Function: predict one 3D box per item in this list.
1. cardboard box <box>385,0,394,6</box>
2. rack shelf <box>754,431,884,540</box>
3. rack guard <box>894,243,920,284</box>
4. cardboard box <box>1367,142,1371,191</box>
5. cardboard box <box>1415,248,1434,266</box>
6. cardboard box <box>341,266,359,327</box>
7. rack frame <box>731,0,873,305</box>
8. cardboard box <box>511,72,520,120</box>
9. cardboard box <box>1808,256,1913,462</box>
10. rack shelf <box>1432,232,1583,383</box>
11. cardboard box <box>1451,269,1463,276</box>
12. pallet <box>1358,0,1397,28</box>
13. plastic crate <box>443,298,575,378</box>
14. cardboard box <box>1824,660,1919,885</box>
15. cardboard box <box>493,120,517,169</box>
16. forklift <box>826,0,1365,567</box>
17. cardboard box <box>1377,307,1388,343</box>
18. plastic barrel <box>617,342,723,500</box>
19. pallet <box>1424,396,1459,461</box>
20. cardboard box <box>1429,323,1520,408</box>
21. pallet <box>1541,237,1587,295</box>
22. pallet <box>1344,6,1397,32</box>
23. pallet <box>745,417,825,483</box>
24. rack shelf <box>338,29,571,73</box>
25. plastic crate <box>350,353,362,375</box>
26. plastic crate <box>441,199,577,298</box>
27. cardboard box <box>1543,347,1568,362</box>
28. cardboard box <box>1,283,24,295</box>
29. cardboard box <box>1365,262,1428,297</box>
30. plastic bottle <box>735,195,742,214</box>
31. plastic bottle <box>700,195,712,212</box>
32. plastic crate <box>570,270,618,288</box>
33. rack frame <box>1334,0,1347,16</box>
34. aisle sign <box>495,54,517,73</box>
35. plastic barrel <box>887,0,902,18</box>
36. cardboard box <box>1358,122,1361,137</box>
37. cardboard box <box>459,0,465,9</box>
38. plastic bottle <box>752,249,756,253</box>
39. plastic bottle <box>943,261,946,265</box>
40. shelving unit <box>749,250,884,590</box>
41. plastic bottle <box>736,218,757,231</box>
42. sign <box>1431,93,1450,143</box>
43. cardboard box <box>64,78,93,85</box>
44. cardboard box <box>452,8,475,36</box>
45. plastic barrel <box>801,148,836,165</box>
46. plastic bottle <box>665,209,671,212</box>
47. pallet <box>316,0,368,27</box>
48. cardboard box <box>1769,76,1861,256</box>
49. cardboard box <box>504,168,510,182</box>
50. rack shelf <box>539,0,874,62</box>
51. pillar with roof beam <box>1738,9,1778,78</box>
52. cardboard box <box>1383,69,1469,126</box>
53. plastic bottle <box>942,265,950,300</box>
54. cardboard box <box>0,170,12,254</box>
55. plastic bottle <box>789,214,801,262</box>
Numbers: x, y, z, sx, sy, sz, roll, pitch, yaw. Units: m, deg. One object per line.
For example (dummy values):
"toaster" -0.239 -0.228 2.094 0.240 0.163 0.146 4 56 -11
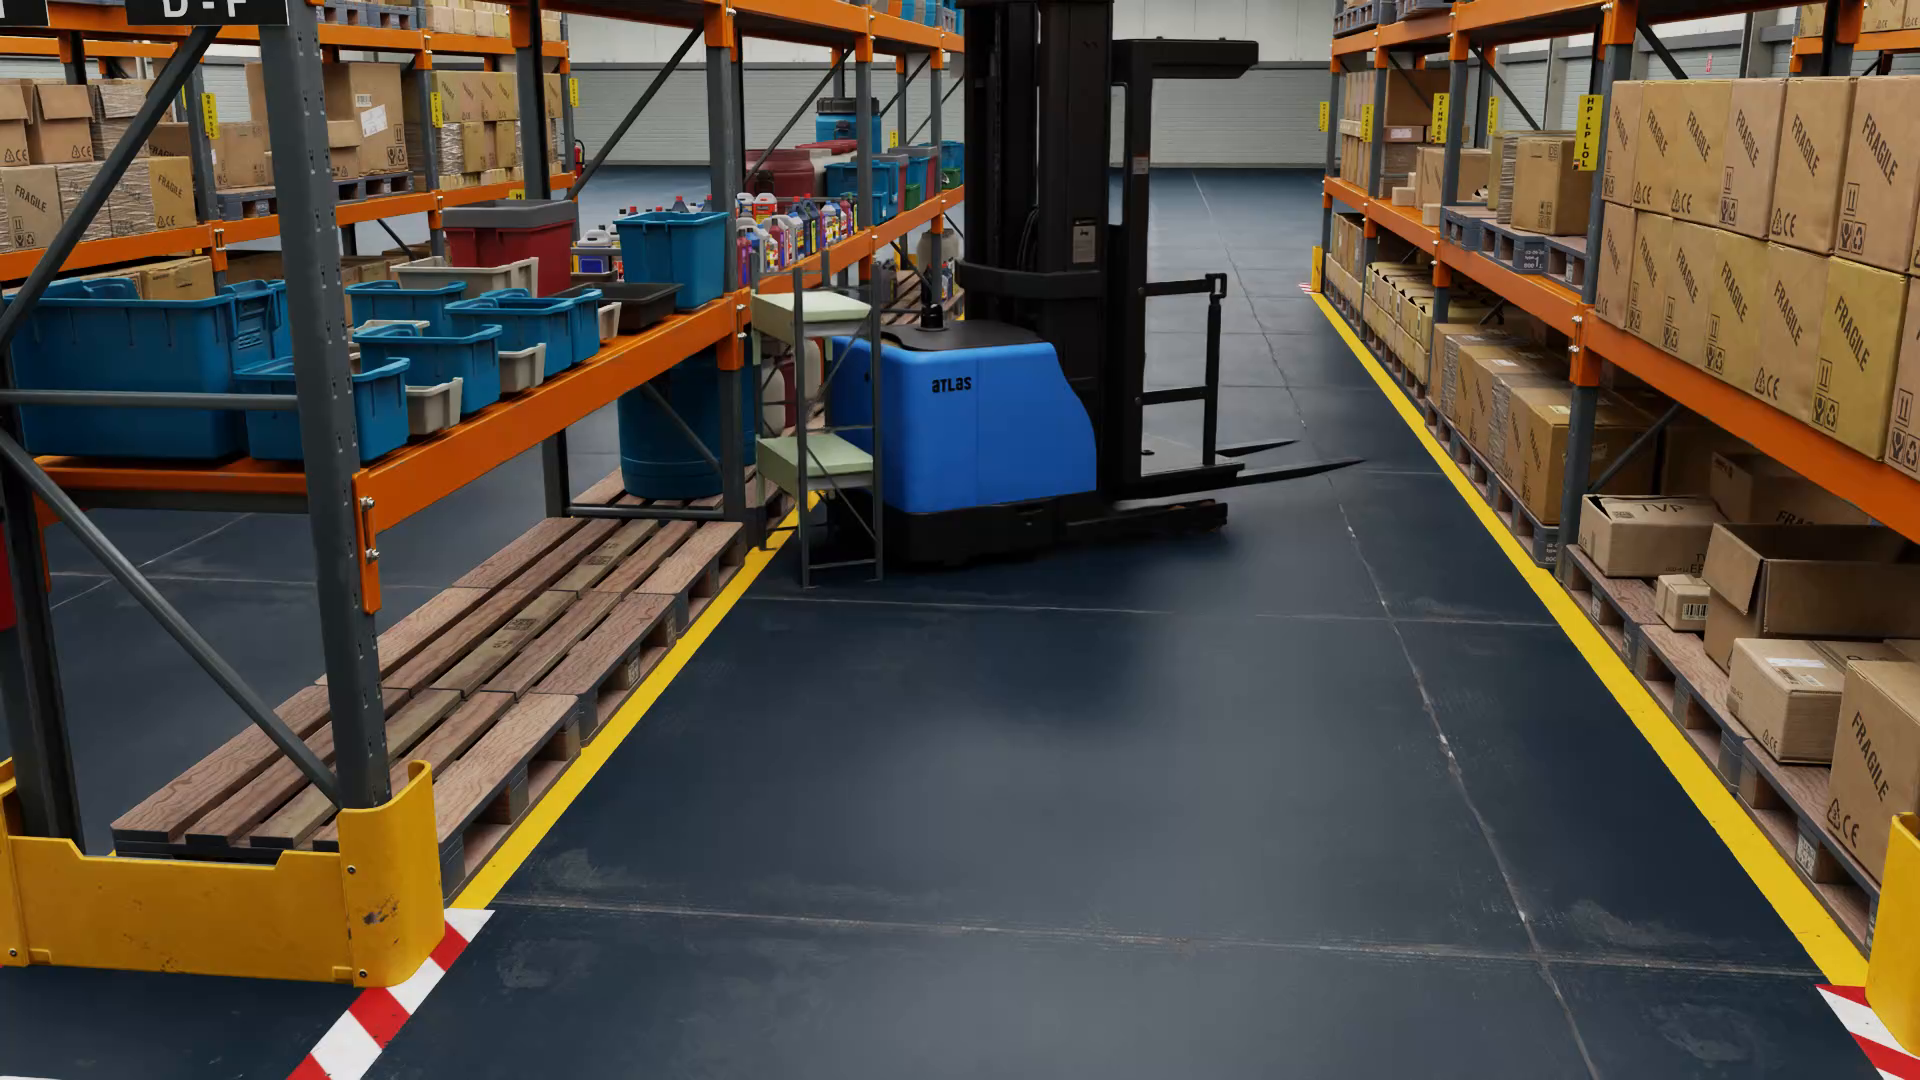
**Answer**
"cardboard box" -5.727 -5.331 16.406 0.380 0.149 0.250 2 15 7
"rack shelf" -0.695 -0.284 8.088 0.431 0.370 0.720 -6 16 -22
"rack guard" -0.186 -3.267 19.786 1.175 0.500 0.348 2 15 6
"cardboard box" 4.342 -3.611 16.078 0.700 0.500 0.500 2 15 6
"cardboard box" 4.609 -2.659 15.775 0.500 0.500 0.500 2 15 6
"cardboard box" -5.823 -2.182 14.931 0.700 0.500 0.500 0 15 1
"rack frame" -1.127 -2.420 11.864 1.000 3.000 0.127 2 15 6
"cardboard box" -5.072 -4.906 18.381 0.500 0.500 0.500 2 15 6
"cardboard box" 2.726 -0.505 4.592 0.500 0.500 0.500 2 15 7
"rack shelf" 3.568 -1.407 9.497 1.077 0.370 4.000 2 15 6
"cardboard box" 4.432 -2.208 14.469 0.500 0.311 0.500 2 15 8
"pallet" 4.316 -4.938 15.599 1.003 0.211 1.213 2 15 6
"plastic crate" -1.527 -0.689 5.669 0.416 0.233 0.300 2 15 6
"cardboard box" 2.708 0.648 4.465 0.500 0.500 0.500 2 15 6
"cardboard box" -5.340 -4.300 18.055 0.875 0.500 0.500 2 15 6
"forklift" 0.834 -1.540 8.743 3.031 2.935 1.130 -8 17 -28
"cardboard box" 3.839 -1.821 14.115 0.500 0.250 0.500 1 15 5
"plastic barrel" -1.500 -0.713 8.767 0.600 0.901 0.708 2 15 6
"pallet" 3.672 -0.734 10.973 1.003 0.211 1.213 2 15 6
"cardboard box" 3.459 -1.169 11.185 0.500 0.500 0.500 2 15 9
"pallet" 3.541 -1.347 8.264 1.003 0.211 1.213 2 15 6
"pallet" 4.456 -5.253 16.766 1.003 0.211 1.213 2 15 6
"pallet" -1.315 -0.552 10.301 1.003 0.211 1.213 2 15 6
"rack shelf" -5.372 -5.223 17.861 1.077 0.370 4.000 2 15 6
"plastic crate" -2.071 -0.538 5.296 0.396 0.136 0.243 2 15 6
"plastic crate" -1.929 -1.218 7.183 0.402 0.464 0.583 2 15 6
"cardboard box" 3.863 -0.895 10.171 0.500 0.500 0.500 1 15 4
"cardboard box" -6.348 -1.104 10.263 1.225 0.875 0.875 1 15 4
"cardboard box" 3.951 -2.357 15.020 0.500 0.311 0.500 2 15 6
"plastic bottle" -1.538 -2.226 11.393 0.097 0.271 0.097 0 15 0
"plastic bottle" -1.509 -1.923 10.121 0.144 0.351 0.185 2 15 6
"plastic crate" -1.773 -1.168 7.624 0.396 0.136 0.243 2 15 6
"rack frame" 4.697 -7.244 18.212 1.000 3.000 0.127 2 15 6
"aisle sign" -5.437 -5.920 19.830 0.394 0.787 0.004 2 15 6
"plastic barrel" -0.745 -4.451 12.808 0.600 0.830 0.708 2 15 6
"cardboard box" 4.235 -4.147 16.817 0.380 0.149 0.250 2 15 8
"cardboard box" -5.255 -5.452 16.856 0.380 0.149 0.250 2 15 8
"plastic bottle" -1.103 -1.434 8.600 0.097 0.201 0.097 0 15 0
"plastic bottle" -0.158 -2.845 17.798 0.061 0.283 0.133 2 15 6
"shelving unit" -0.695 -0.599 8.003 0.431 1.500 0.755 -6 16 -22
"plastic bottle" -1.195 -1.676 9.351 0.152 0.276 0.135 2 15 6
"sign" 3.242 -2.847 11.227 0.100 0.325 0.005 2 15 6
"cardboard box" -10.242 -4.884 18.620 0.875 0.550 0.500 2 15 6
"cardboard box" -5.237 -5.225 16.780 0.500 0.250 0.500 2 15 6
"plastic barrel" -1.176 -2.856 13.264 0.421 0.512 0.421 0 15 0
"plastic bottle" -1.735 -1.820 9.869 0.061 0.283 0.133 2 15 6
"pallet" -5.887 -4.534 14.298 1.213 0.211 1.003 2 15 6
"cardboard box" 2.778 -1.118 4.944 0.500 0.500 0.500 2 15 8
"cardboard box" -5.135 -3.984 18.132 0.380 0.149 0.250 2 15 6
"rack shelf" -1.353 -3.002 9.648 1.077 0.370 4.000 2 15 6
"pillar with roof beam" 6.799 -8.575 23.134 9.100 9.000 0.400 2 15 6
"cardboard box" 4.289 -4.100 15.402 0.700 0.500 0.500 2 15 7
"plastic bottle" -0.173 -2.588 16.718 0.144 0.351 0.185 2 15 8
"cardboard box" -6.087 -1.949 9.930 0.500 0.500 0.500 1 15 5
"plastic bottle" -0.977 -1.759 9.666 0.097 0.271 0.097 0 15 0
